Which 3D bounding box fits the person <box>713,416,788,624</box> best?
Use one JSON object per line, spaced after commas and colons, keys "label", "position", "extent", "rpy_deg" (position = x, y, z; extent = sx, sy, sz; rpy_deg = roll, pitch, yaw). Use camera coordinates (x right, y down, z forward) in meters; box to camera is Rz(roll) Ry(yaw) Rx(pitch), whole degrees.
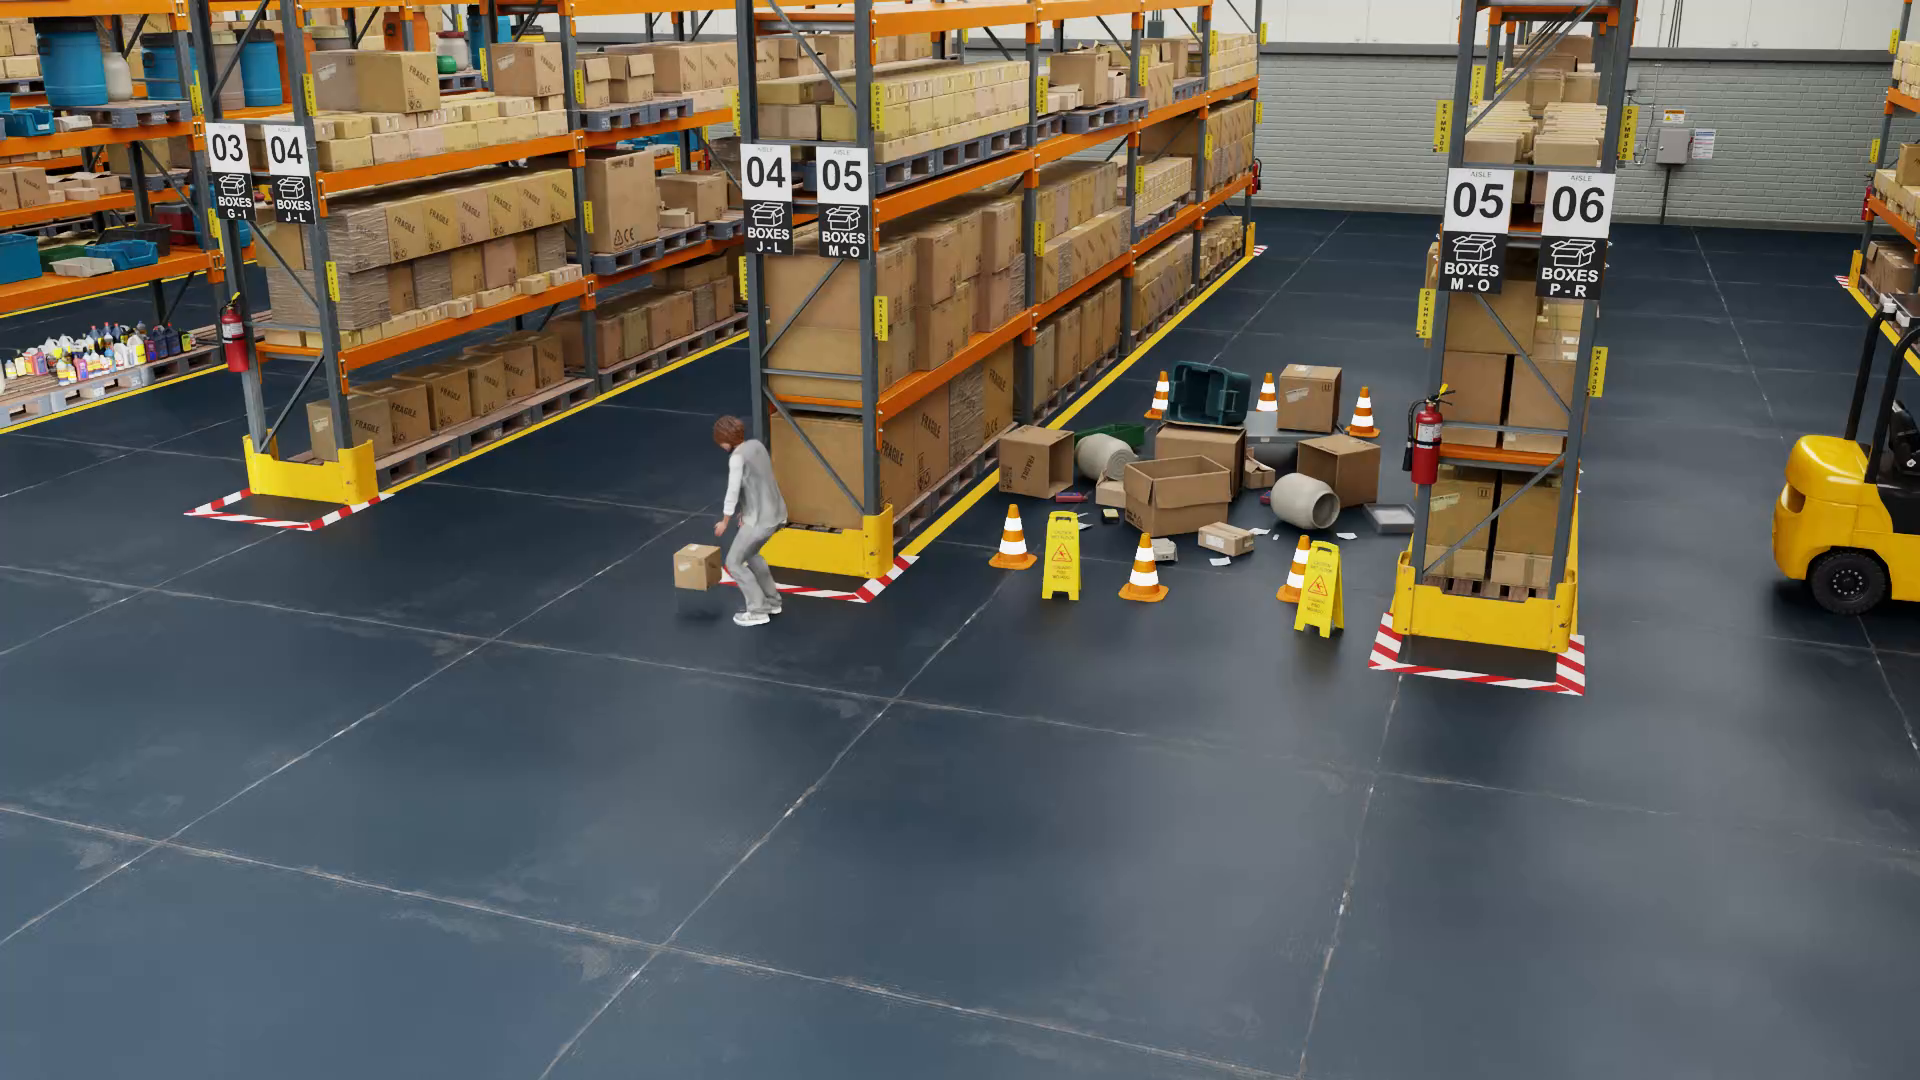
{"label": "person", "position": [-1.473, -0.121, 11.669], "extent": [0.497, 1.453, 0.447], "rpy_deg": [7, 20, 19]}
